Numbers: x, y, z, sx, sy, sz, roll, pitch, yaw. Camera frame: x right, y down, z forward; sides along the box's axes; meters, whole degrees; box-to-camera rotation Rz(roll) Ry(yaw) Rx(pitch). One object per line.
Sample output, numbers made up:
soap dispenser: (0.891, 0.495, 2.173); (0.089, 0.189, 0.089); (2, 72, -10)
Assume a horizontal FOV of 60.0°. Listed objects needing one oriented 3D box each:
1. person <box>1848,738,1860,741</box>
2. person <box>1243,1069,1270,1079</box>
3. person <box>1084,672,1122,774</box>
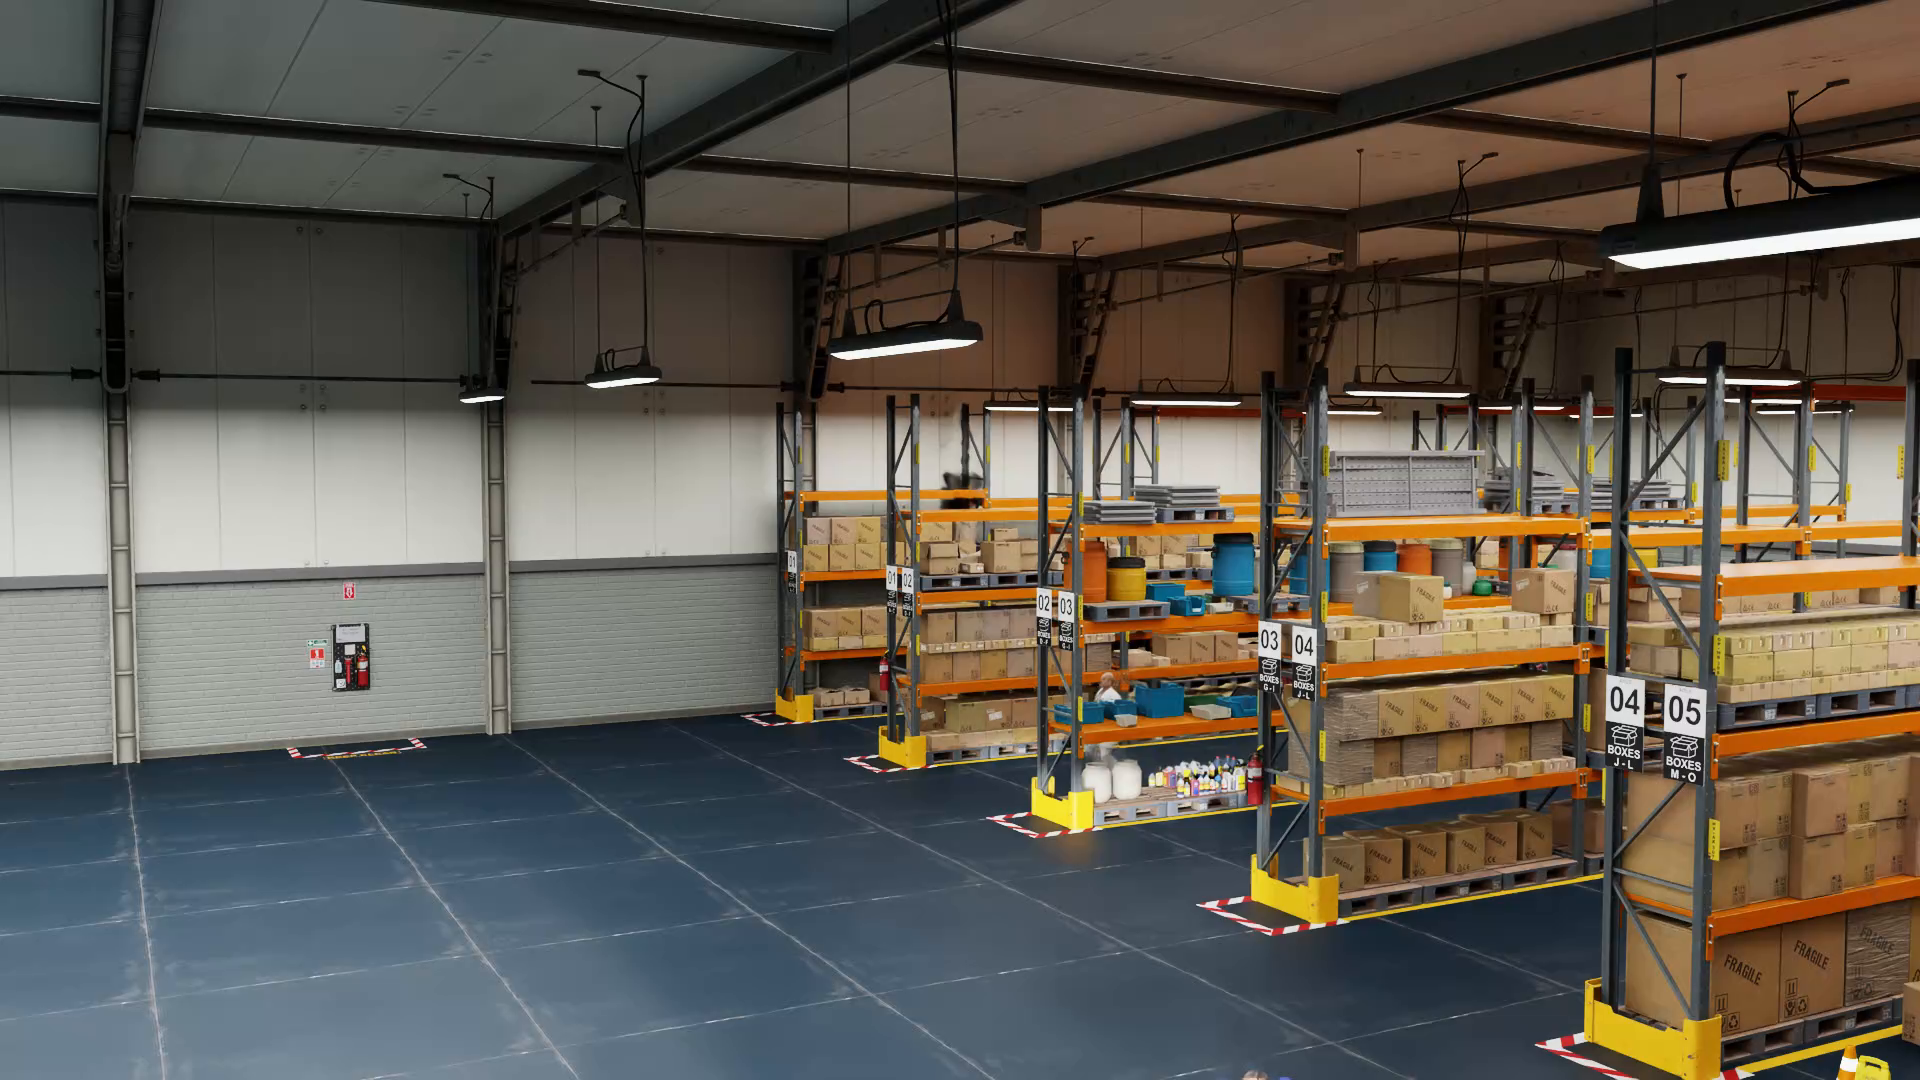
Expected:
person: (11.175, 3.163, 20.671); (0.805, 1.708, 0.598); (-2, 4, -28)
person: (1.691, 3.826, 9.559); (0.599, 1.632, 0.844); (1, 3, 16)
person: (2.141, 2.863, 25.125); (0.653, 1.734, 0.704); (-2, 4, -30)
